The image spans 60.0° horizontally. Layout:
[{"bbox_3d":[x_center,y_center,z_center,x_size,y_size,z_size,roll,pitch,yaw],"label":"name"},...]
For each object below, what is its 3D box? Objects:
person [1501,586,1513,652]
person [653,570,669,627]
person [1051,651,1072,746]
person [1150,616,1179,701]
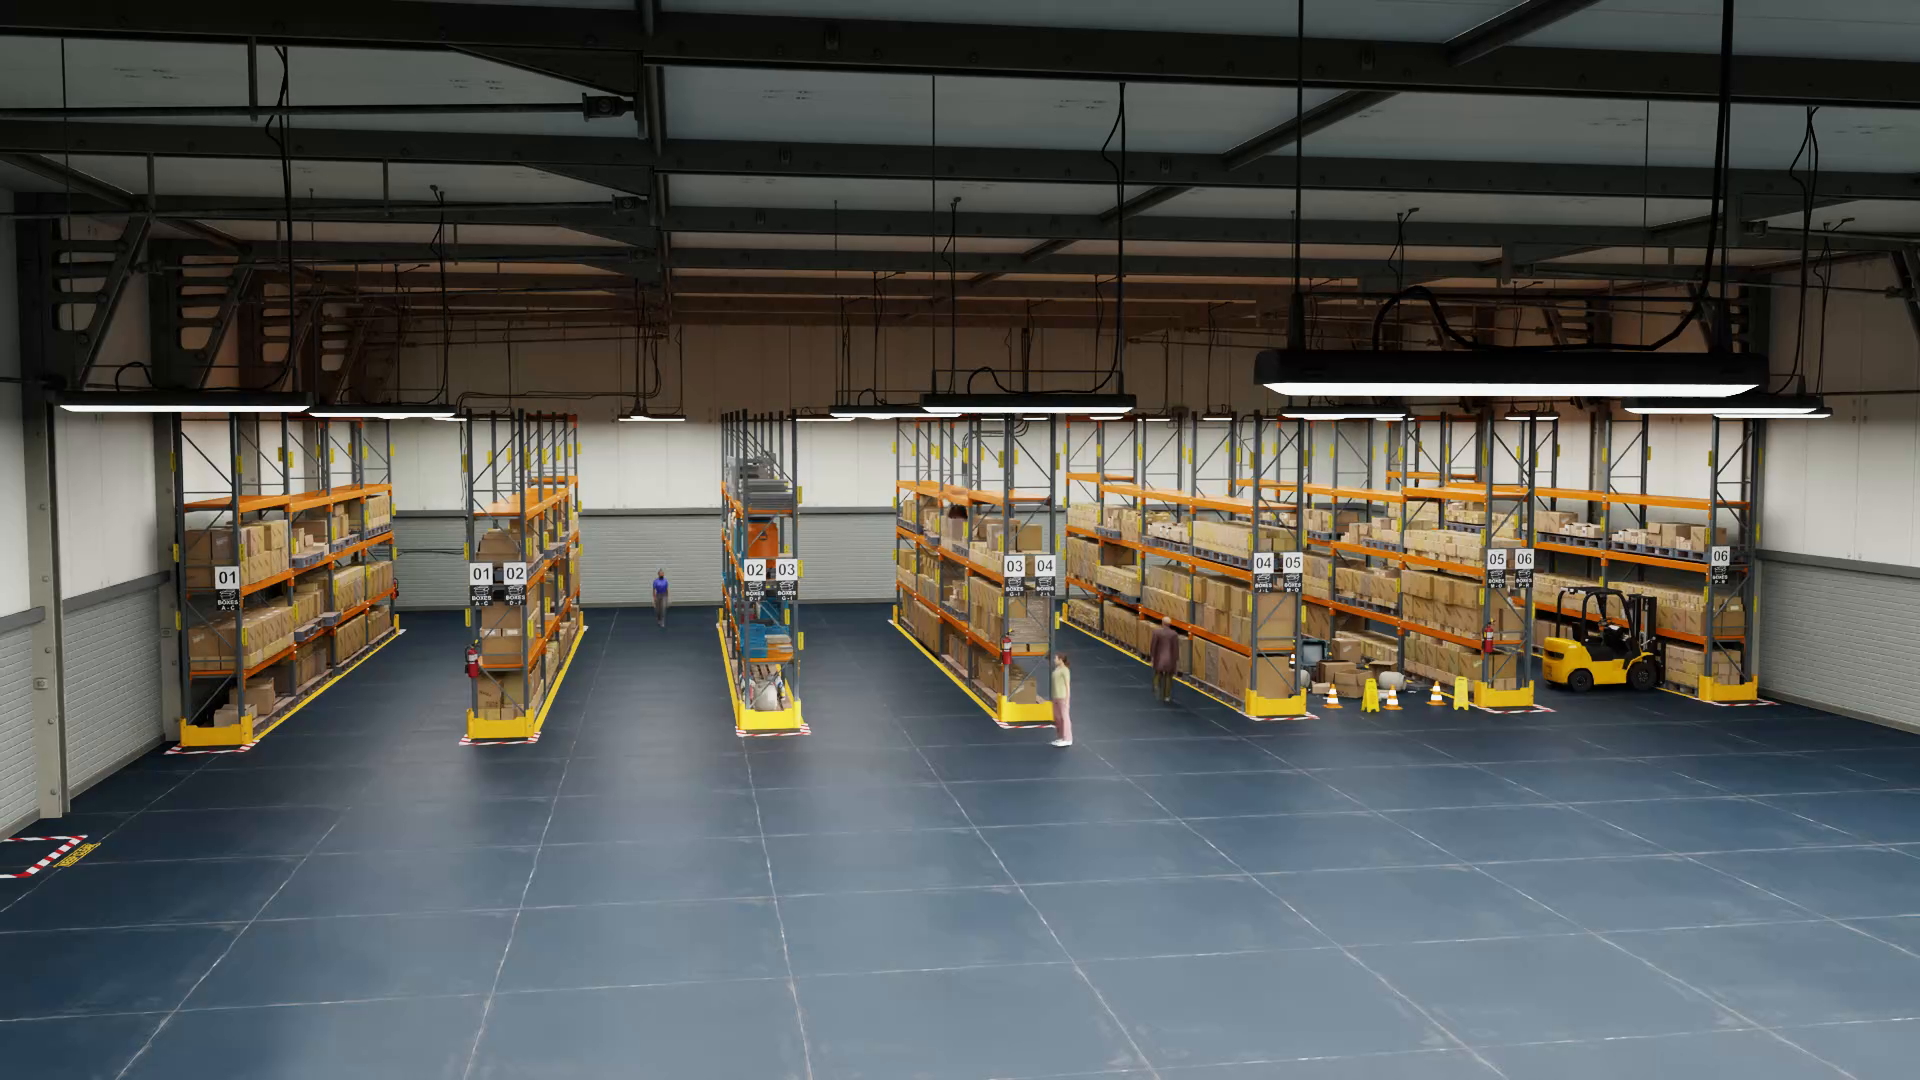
[{"bbox_3d":[13.230,2.006,40.508,0.639,1.824,0.596,-2,4,-22],"label":"person"},{"bbox_3d":[-8.449,1.649,46.964,0.429,1.599,0.914,0,4,-3],"label":"person"},{"bbox_3d":[1.794,2.828,29.597,0.341,1.707,0.556,-2,4,-24],"label":"person"},{"bbox_3d":[4.199,2.446,34.167,0.592,1.761,0.779,2,4,23],"label":"person"}]
